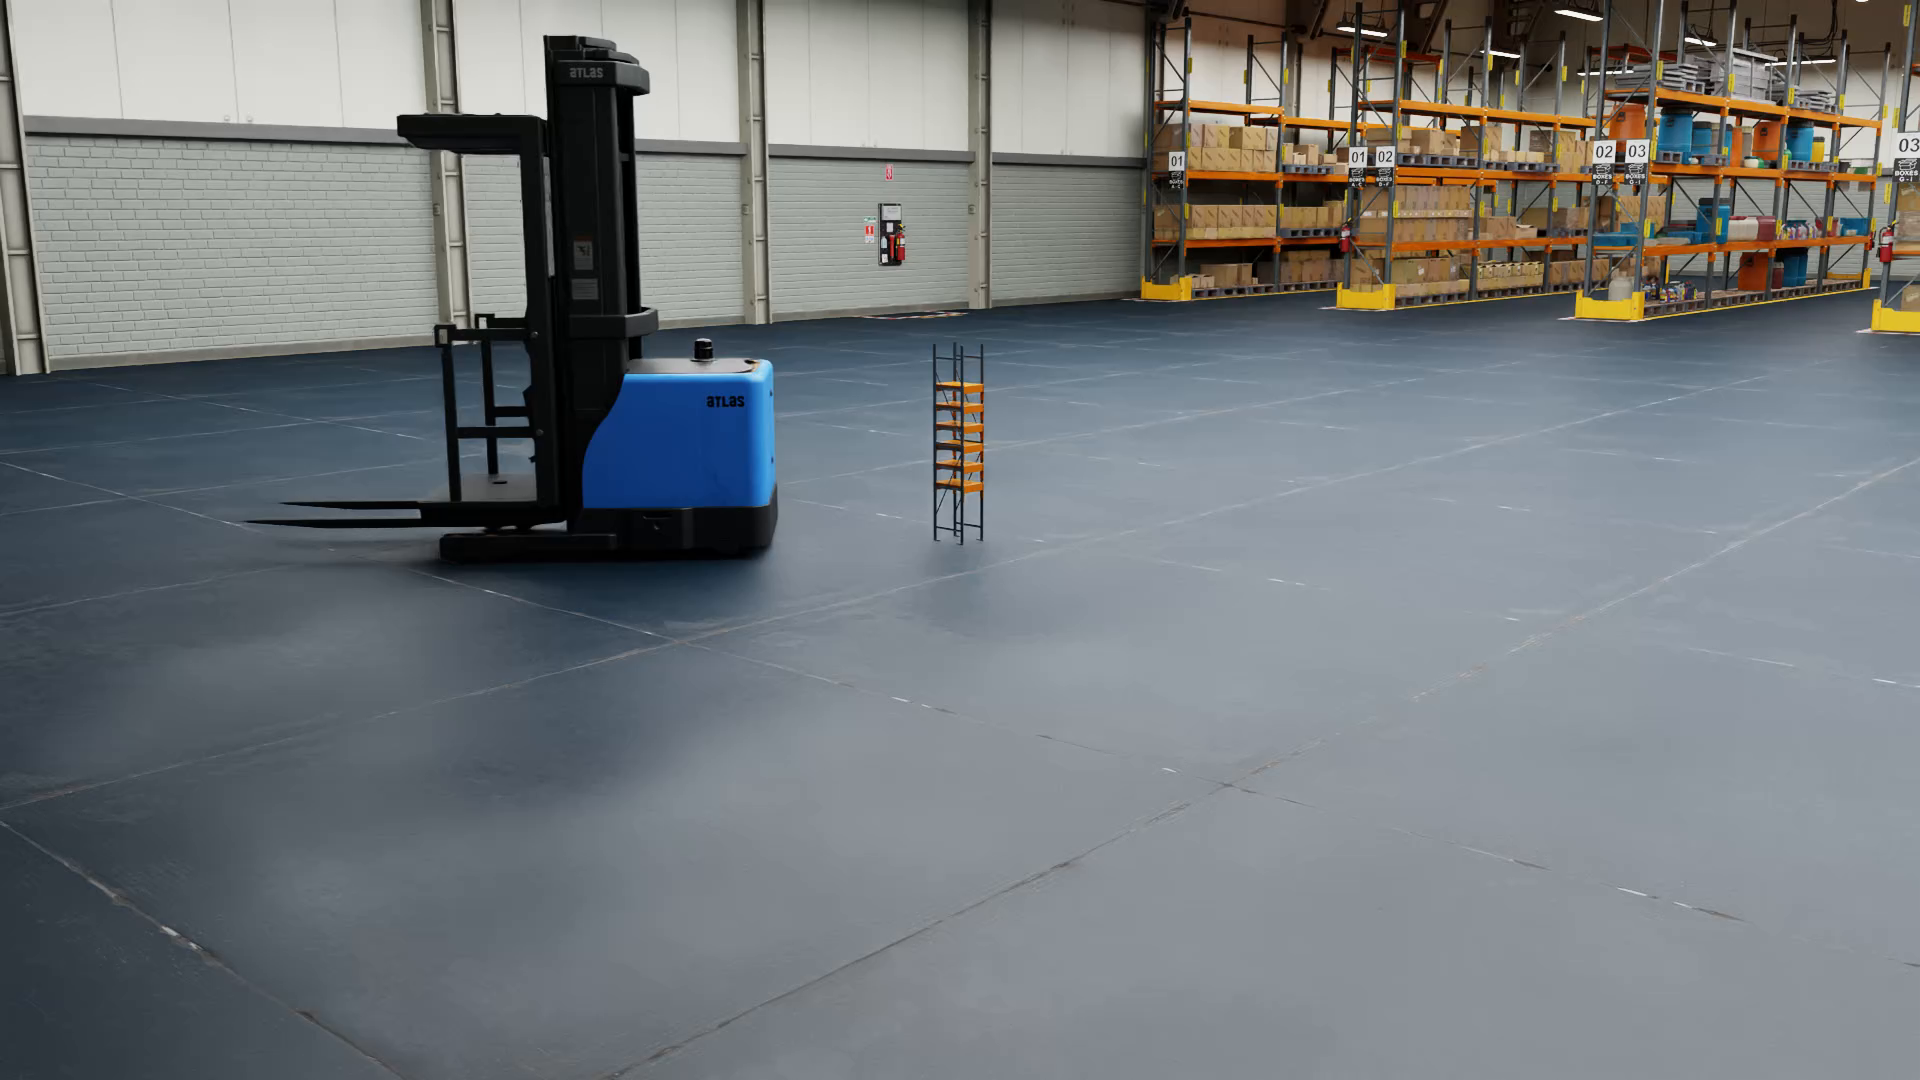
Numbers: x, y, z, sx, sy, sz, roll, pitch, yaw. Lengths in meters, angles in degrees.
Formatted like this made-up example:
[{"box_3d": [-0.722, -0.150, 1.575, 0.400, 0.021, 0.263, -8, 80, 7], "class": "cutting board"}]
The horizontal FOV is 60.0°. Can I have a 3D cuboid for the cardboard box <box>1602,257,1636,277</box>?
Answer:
[{"box_3d": [17.429, -7.237, 44.034, 0.797, 0.503, 0.637, 10, 15, 40], "class": "cardboard box"}]

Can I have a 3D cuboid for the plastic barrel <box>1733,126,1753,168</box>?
[{"box_3d": [16.566, -8.362, 35.483, 0.600, 0.901, 0.600, 0, 11, 0], "class": "plastic barrel"}]

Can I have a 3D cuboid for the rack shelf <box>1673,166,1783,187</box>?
[{"box_3d": [15.951, -7.562, 34.594, 1.077, 0.370, 4.000, 10, 15, 40], "class": "rack shelf"}]

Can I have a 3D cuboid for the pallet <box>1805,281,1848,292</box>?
[{"box_3d": [21.173, -6.253, 40.979, 1.003, 0.211, 1.213, 10, 15, 40], "class": "pallet"}]

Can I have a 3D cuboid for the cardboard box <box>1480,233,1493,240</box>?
[{"box_3d": [11.651, -6.772, 37.098, 0.380, 0.149, 0.250, 10, 15, 40], "class": "cardboard box"}]

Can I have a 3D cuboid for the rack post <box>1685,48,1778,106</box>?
[{"box_3d": [15.866, -9.491, 34.243, 1.013, 1.000, 3.121, 10, 15, 40], "class": "rack post"}]

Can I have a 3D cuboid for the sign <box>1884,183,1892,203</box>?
[{"box_3d": [15.307, -5.719, 27.421, 0.100, 0.325, 0.005, 10, 15, 40], "class": "sign"}]

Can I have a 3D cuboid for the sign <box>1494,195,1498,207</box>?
[{"box_3d": [15.508, -9.808, 48.098, 0.100, 0.325, 0.005, 10, 15, 40], "class": "sign"}]

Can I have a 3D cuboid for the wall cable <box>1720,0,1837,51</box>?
[{"box_3d": [23.469, -15.359, 47.553, 3.097, 2.526, 0.112, 10, 15, 40], "class": "wall cable"}]

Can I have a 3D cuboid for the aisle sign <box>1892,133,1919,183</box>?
[{"box_3d": [15.444, -6.226, 27.085, 0.394, 0.787, 0.004, 10, 15, 40], "class": "aisle sign"}]

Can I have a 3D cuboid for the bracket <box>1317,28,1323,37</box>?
[{"box_3d": [8.862, -12.662, 41.441, 0.235, 0.232, 0.430, 10, 15, 40], "class": "bracket"}]

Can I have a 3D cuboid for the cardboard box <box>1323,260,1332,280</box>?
[{"box_3d": [8.966, -6.836, 42.037, 0.700, 0.500, 0.500, 10, 15, 40], "class": "cardboard box"}]

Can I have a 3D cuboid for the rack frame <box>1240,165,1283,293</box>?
[{"box_3d": [7.189, -7.431, 39.757, 1.000, 3.000, 0.127, 10, 15, 40], "class": "rack frame"}]

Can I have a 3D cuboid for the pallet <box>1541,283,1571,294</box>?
[{"box_3d": [14.074, -6.117, 40.298, 1.003, 0.211, 1.213, 10, 15, 40], "class": "pallet"}]

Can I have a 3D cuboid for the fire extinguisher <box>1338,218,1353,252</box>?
[{"box_3d": [7.845, -6.207, 33.828, 0.296, 0.674, 0.183, 10, 15, 40], "class": "fire extinguisher"}]

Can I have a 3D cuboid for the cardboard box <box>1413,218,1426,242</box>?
[{"box_3d": [9.265, -6.469, 34.684, 0.700, 0.500, 0.500, 10, 15, 41], "class": "cardboard box"}]

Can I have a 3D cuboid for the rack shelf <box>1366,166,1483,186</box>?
[{"box_3d": [9.592, -7.615, 34.856, 1.077, 0.370, 4.000, 10, 15, 40], "class": "rack shelf"}]

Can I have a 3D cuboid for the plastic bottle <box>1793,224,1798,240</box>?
[{"box_3d": [18.823, -6.963, 37.541, 0.144, 0.351, 0.185, 10, 15, 40], "class": "plastic bottle"}]

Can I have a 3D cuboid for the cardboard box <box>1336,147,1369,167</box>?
[{"box_3d": [10.100, -9.832, 42.744, 0.700, 0.500, 0.500, 8, 14, 36], "class": "cardboard box"}]

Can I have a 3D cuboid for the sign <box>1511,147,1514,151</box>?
[{"box_3d": [13.146, -9.174, 39.508, 0.100, 0.325, 0.005, 10, 15, 40], "class": "sign"}]

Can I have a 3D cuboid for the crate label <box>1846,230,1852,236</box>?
[{"box_3d": [21.782, -7.587, 41.060, 0.396, 0.136, 0.243, 10, 15, 40], "class": "crate label"}]

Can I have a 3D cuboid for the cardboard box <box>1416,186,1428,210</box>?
[{"box_3d": [9.300, -7.115, 34.607, 0.700, 0.500, 0.500, 10, 15, 41], "class": "cardboard box"}]

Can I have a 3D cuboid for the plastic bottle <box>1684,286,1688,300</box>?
[{"box_3d": [14.219, -4.844, 32.617, 0.133, 0.283, 0.061, -11, 16, -44], "class": "plastic bottle"}]

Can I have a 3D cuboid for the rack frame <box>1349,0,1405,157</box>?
[{"box_3d": [8.272, -9.144, 33.019, 1.000, 3.000, 0.127, 10, 15, 40], "class": "rack frame"}]

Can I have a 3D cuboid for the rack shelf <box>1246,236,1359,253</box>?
[{"box_3d": [8.509, -7.372, 41.300, 1.077, 0.370, 4.000, 10, 15, 40], "class": "rack shelf"}]

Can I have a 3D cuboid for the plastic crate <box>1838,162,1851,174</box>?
[{"box_3d": [20.937, -8.881, 39.693, 0.497, 0.269, 0.590, 10, 15, 40], "class": "plastic crate"}]

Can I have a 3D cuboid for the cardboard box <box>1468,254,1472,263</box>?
[{"box_3d": [14.393, -7.987, 47.851, 0.700, 0.500, 0.500, 10, 15, 40], "class": "cardboard box"}]

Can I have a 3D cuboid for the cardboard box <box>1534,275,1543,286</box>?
[{"box_3d": [13.389, -6.128, 39.182, 0.500, 0.250, 0.500, 10, 15, 42], "class": "cardboard box"}]

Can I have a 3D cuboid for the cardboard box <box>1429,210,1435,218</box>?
[{"box_3d": [9.708, -6.825, 34.814, 0.380, 0.149, 0.250, 10, 15, 41], "class": "cardboard box"}]

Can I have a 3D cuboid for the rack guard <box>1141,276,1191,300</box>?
[{"box_3d": [4.598, -5.628, 37.111, 1.175, 0.500, 0.348, 10, 15, 40], "class": "rack guard"}]

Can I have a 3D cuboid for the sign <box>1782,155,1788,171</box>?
[{"box_3d": [17.689, -8.088, 35.656, 0.100, 0.325, 0.005, 10, 15, 40], "class": "sign"}]

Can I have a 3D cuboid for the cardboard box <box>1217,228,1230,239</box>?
[{"box_3d": [5.782, -6.962, 37.740, 0.500, 0.250, 0.500, 9, 15, 39], "class": "cardboard box"}]

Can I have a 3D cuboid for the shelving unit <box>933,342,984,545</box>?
[{"box_3d": [-0.010, -0.586, 10.083, 0.258, 1.200, 0.189, 10, 15, 40], "class": "shelving unit"}]

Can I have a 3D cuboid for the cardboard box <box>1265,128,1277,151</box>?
[{"box_3d": [7.062, -9.342, 38.809, 0.500, 0.500, 0.500, 8, 14, 36], "class": "cardboard box"}]

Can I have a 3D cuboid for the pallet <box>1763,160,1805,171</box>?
[{"box_3d": [17.849, -8.217, 36.515, 1.003, 0.211, 1.213, 10, 15, 40], "class": "pallet"}]

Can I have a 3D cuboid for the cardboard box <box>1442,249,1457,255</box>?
[{"box_3d": [13.748, -8.106, 46.793, 0.380, 0.149, 0.250, 9, 15, 39], "class": "cardboard box"}]

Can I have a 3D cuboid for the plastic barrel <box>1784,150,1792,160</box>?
[{"box_3d": [18.143, -8.465, 36.602, 0.294, 0.245, 0.294, 0, 11, 0], "class": "plastic barrel"}]

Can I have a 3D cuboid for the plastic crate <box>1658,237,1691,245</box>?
[{"box_3d": [13.749, -5.749, 32.009, 0.530, 0.136, 0.437, 10, 15, 40], "class": "plastic crate"}]

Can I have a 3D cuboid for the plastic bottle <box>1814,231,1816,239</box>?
[{"box_3d": [19.838, -7.109, 38.653, 0.097, 0.201, 0.097, 0, 11, 0], "class": "plastic bottle"}]

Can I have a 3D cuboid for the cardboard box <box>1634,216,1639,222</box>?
[{"box_3d": [17.402, -8.206, 43.381, 0.500, 0.500, 0.500, 10, 15, 40], "class": "cardboard box"}]

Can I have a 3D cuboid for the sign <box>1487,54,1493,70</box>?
[{"box_3d": [11.313, -10.193, 35.481, 0.100, 0.325, 0.005, 10, 15, 40], "class": "sign"}]

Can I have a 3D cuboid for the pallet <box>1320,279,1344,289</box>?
[{"box_3d": [9.312, -6.537, 42.402, 1.003, 0.211, 1.213, 10, 15, 40], "class": "pallet"}]

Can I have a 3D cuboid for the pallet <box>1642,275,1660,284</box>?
[{"box_3d": [18.258, -7.060, 45.022, 1.003, 0.211, 1.213, 10, 15, 40], "class": "pallet"}]

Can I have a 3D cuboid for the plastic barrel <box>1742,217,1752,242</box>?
[{"box_3d": [16.474, -6.552, 35.073, 0.421, 0.512, 0.421, 0, 11, 0], "class": "plastic barrel"}]

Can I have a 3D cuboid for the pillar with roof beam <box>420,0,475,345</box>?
[{"box_3d": [-4.288, -6.794, 21.252, 9.100, 9.000, 0.400, 10, 15, 40], "class": "pillar with roof beam"}]

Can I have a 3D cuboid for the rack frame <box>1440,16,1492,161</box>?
[{"box_3d": [10.912, -9.733, 35.965, 1.000, 3.000, 0.127, 10, 15, 40], "class": "rack frame"}]

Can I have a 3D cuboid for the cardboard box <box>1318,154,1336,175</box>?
[{"box_3d": [8.904, -9.372, 41.502, 0.637, 0.503, 0.797, -10, 15, -40], "class": "cardboard box"}]

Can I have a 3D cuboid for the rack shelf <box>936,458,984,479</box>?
[{"box_3d": [-0.010, -0.425, 10.115, 0.258, 0.103, 0.180, 10, 15, 40], "class": "rack shelf"}]

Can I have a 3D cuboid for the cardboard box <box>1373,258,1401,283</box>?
[{"box_3d": [9.051, -5.694, 35.095, 0.500, 0.500, 0.500, 10, 15, 40], "class": "cardboard box"}]

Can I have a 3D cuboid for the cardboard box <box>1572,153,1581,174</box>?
[{"box_3d": [14.495, -9.119, 40.298, 0.910, 0.500, 0.500, 10, 15, 40], "class": "cardboard box"}]

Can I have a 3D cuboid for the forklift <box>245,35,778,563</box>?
[{"box_3d": [-2.643, -1.409, 9.784, 3.031, 2.935, 1.130, -1, 11, -3], "class": "forklift"}]

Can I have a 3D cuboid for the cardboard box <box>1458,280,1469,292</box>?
[{"box_3d": [10.770, -5.552, 36.298, 0.500, 0.250, 0.500, 10, 15, 40], "class": "cardboard box"}]

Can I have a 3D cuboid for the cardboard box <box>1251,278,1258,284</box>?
[{"box_3d": [6.858, -6.175, 39.578, 0.380, 0.166, 0.250, 7, 14, 33], "class": "cardboard box"}]
